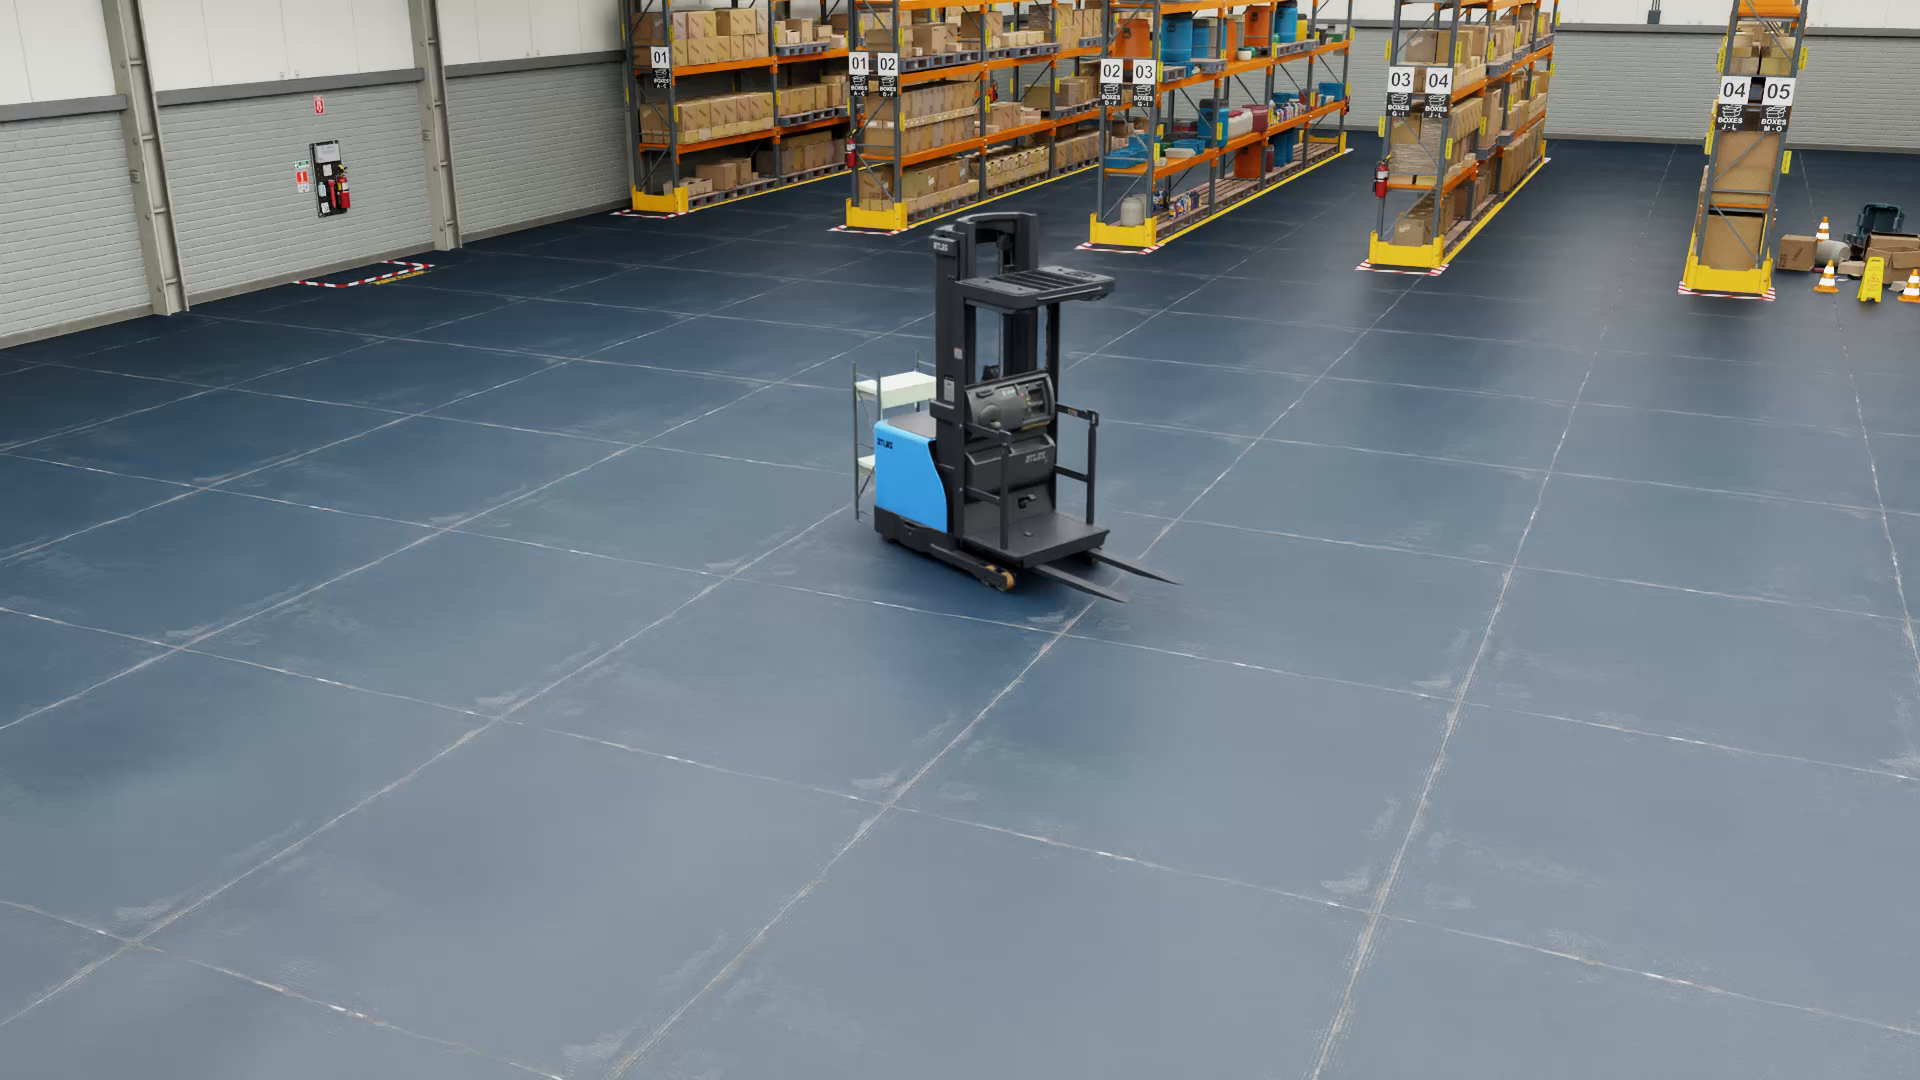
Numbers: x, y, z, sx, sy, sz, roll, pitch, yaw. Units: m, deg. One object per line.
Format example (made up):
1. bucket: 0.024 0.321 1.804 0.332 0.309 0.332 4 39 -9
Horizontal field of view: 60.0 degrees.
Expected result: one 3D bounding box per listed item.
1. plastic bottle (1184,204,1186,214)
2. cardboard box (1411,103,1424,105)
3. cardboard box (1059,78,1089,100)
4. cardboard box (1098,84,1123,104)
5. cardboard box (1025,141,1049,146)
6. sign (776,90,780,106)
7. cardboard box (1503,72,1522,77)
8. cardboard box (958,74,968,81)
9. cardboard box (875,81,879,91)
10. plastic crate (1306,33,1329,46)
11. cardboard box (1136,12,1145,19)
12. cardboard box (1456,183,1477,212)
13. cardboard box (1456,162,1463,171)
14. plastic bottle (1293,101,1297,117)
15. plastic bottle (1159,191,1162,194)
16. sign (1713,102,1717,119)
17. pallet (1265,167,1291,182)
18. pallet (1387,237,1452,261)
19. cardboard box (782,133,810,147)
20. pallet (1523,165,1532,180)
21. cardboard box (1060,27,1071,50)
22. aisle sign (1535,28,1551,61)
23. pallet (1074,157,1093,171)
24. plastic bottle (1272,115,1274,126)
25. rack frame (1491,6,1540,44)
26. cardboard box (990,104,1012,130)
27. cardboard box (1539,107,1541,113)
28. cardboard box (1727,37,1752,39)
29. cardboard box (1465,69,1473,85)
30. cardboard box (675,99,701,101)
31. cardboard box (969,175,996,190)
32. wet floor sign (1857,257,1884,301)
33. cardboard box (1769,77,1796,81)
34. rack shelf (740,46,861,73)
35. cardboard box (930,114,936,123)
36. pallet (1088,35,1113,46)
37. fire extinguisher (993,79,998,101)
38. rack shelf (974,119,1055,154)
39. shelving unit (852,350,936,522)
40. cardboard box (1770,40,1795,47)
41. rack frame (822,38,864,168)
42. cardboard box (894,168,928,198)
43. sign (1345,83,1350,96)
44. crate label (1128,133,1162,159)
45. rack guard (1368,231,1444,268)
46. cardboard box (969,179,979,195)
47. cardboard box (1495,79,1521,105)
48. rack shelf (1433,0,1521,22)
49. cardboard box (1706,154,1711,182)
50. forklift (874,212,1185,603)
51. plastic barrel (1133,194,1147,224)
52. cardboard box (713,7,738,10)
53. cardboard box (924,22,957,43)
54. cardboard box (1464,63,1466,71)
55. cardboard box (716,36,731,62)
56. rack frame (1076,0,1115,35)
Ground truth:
1. plastic bottle: 4.269 -6.345 31.807 0.097 0.201 0.097 0 20 0
2. cardboard box: 8.074 -7.355 29.042 0.500 0.500 0.500 9 21 23
3. cardboard box: 2.711 -10.978 40.537 0.700 0.500 0.500 12 23 31
4. cardboard box: 3.790 -11.231 41.877 0.500 0.500 0.500 9 22 24
5. cardboard box: 1.864 -9.191 39.362 0.500 0.500 0.500 9 22 25
6. sign: -3.965 -9.635 36.244 0.100 0.325 0.005 9 21 23
7. cardboard box: 13.153 -10.929 39.838 0.500 0.500 0.500 8 21 21
8. cardboard box: -0.358 -12.495 45.133 0.980 0.700 0.700 7 21 20
9. cardboard box: -2.170 -10.990 40.726 0.500 0.500 0.500 9 22 24
10. plastic crate: 8.609 -12.079 40.128 0.497 0.269 0.590 9 21 23
11. cardboard box: 4.387 -13.752 42.996 0.700 0.500 0.500 9 21 23
12. cardboard box: 9.577 -6.617 32.126 0.700 0.500 0.500 8 21 22
13. cardboard box: 8.646 -6.579 29.319 0.380 0.149 0.250 9 21 23
14. plastic bottle: 7.773 -10.036 38.738 0.144 0.351 0.185 9 21 23
15. plastic bottle: 3.937 -6.724 32.759 0.152 0.276 0.135 9 22 25
16. sign: 14.716 -8.351 32.317 0.100 0.325 0.005 9 21 23
17. pallet: 6.998 -8.467 38.414 1.003 0.211 1.213 9 21 23
18. pallet: 7.851 -4.990 28.638 1.003 0.211 1.213 9 21 23
19. cardboard box: -3.791 -9.204 38.279 0.500 0.250 0.500 8 21 21
20. pallet: 12.752 -8.613 38.826 1.003 0.211 1.213 9 21 23
21. cardboard box: 2.052 -11.597 38.430 0.910 0.500 0.500 9 21 23
22. aisle sign: 14.310 -12.134 40.684 0.394 0.787 0.004 9 21 23
23. pallet: 2.536 -9.124 40.262 1.003 0.211 1.213 9 21 23
24. plastic bottle: 6.874 -9.333 36.874 0.152 0.276 0.135 9 21 23
25. rack frame: 12.369 -12.532 36.730 1.000 3.000 0.127 9 21 23
26. cardboard box: 0.807 -9.214 36.205 0.500 0.500 0.500 9 21 23
27. cardboard box: 13.639 -10.264 39.681 0.380 0.149 0.250 9 21 23
28. cardboard box: 12.911 -8.244 27.558 0.380 0.149 0.250 8 21 22
29. cardboard box: 8.509 -7.961 28.577 0.500 0.250 0.500 9 22 24
30. cardboard box: -5.680 -8.852 34.412 0.500 0.500 0.500 8 21 21
31. cardboard box: 0.448 -7.612 35.326 0.500 0.250 0.500 8 21 21
32. wet floor sign: 13.734 -3.936 25.026 0.267 0.644 0.232 5 20 13
33. cardboard box: 12.372 -6.926 25.043 0.380 0.149 0.250 9 21 23
34. rack shelf: -3.645 -10.984 37.929 1.077 0.370 4.000 9 21 23
35. cardboard box: -0.698 -8.235 32.483 0.380 0.149 0.250 8 21 22
36. pallet: 3.002 -12.201 40.556 1.213 0.211 1.003 9 21 23
37. fire extinguisher: 0.933 -12.738 46.934 0.296 0.674 0.183 9 21 23
38. rack shelf: 0.876 -8.893 36.524 1.077 0.370 4.000 9 21 23
39. shelving unit: -0.558 -0.924 15.282 0.755 1.500 0.431 -16 25 -38
40. cardboard box: 13.201 -7.923 26.655 0.380 0.149 0.250 8 21 22
41. rack frame: -2.826 -10.522 40.031 1.000 3.000 0.127 9 21 23
42. cardboard box: -0.955 -6.940 32.316 0.500 0.500 0.500 9 21 23
43. sign: 9.997 -11.614 42.859 0.100 0.325 0.005 9 21 23
44. crate label: 3.444 -7.333 31.012 0.502 0.435 0.616 9 21 23
45. rack guard: 7.486 -4.882 27.905 1.175 0.500 0.348 9 21 23
46. cardboard box: 0.067 -7.351 34.592 0.500 0.250 0.500 9 21 23
47. cardboard box: 11.824 -9.820 36.413 0.797 0.503 0.637 9 21 23
48. rack shelf: 9.912 -10.170 31.760 1.077 0.370 4.000 9 21 23
49. cardboard box: 12.904 -6.184 27.611 0.875 0.550 0.550 9 21 23
50. forklift: 0.565 -1.144 13.764 1.130 2.935 3.031 -16 25 -38
51. plastic barrel: 3.342 -6.107 30.704 0.421 0.512 0.421 0 20 0
52. cardboard box: -4.925 -11.129 35.591 0.500 0.500 0.500 9 21 24
53. cardboard box: -0.390 -10.227 33.740 0.500 0.500 0.500 10 22 27
54. cardboard box: 8.343 -8.013 28.129 0.380 0.149 0.250 8 21 20
55. cardboard box: -5.075 -10.099 34.187 0.500 0.500 0.500 10 22 26
56. rack frame: 3.333 -13.892 40.556 1.000 3.000 0.127 9 21 23
